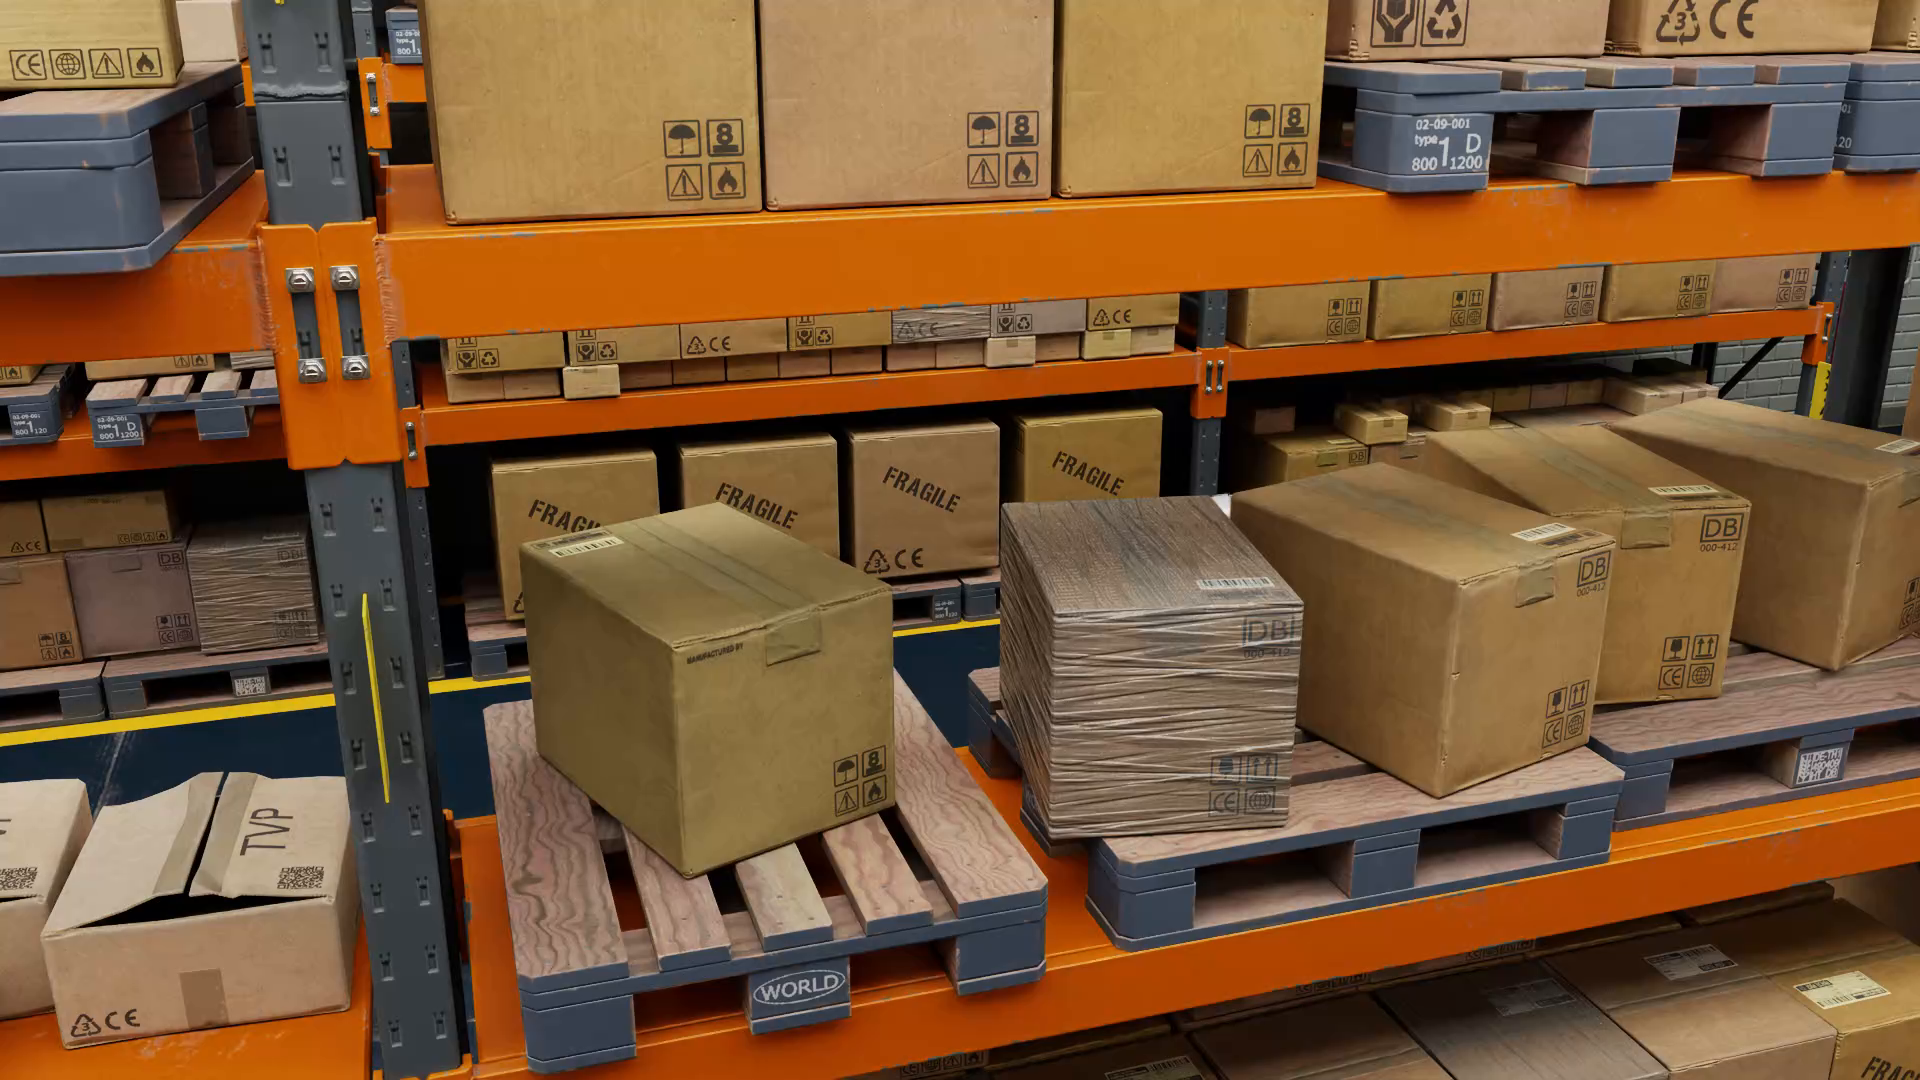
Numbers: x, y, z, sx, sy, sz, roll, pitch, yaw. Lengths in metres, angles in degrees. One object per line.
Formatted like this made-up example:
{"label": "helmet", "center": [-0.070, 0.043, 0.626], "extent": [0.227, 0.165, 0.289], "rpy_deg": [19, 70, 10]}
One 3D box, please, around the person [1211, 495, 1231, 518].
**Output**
{"label": "person", "center": [1.153, 0.394, 6.755], "extent": [0.493, 1.218, 0.947], "rpy_deg": [-7, 20, -19]}
